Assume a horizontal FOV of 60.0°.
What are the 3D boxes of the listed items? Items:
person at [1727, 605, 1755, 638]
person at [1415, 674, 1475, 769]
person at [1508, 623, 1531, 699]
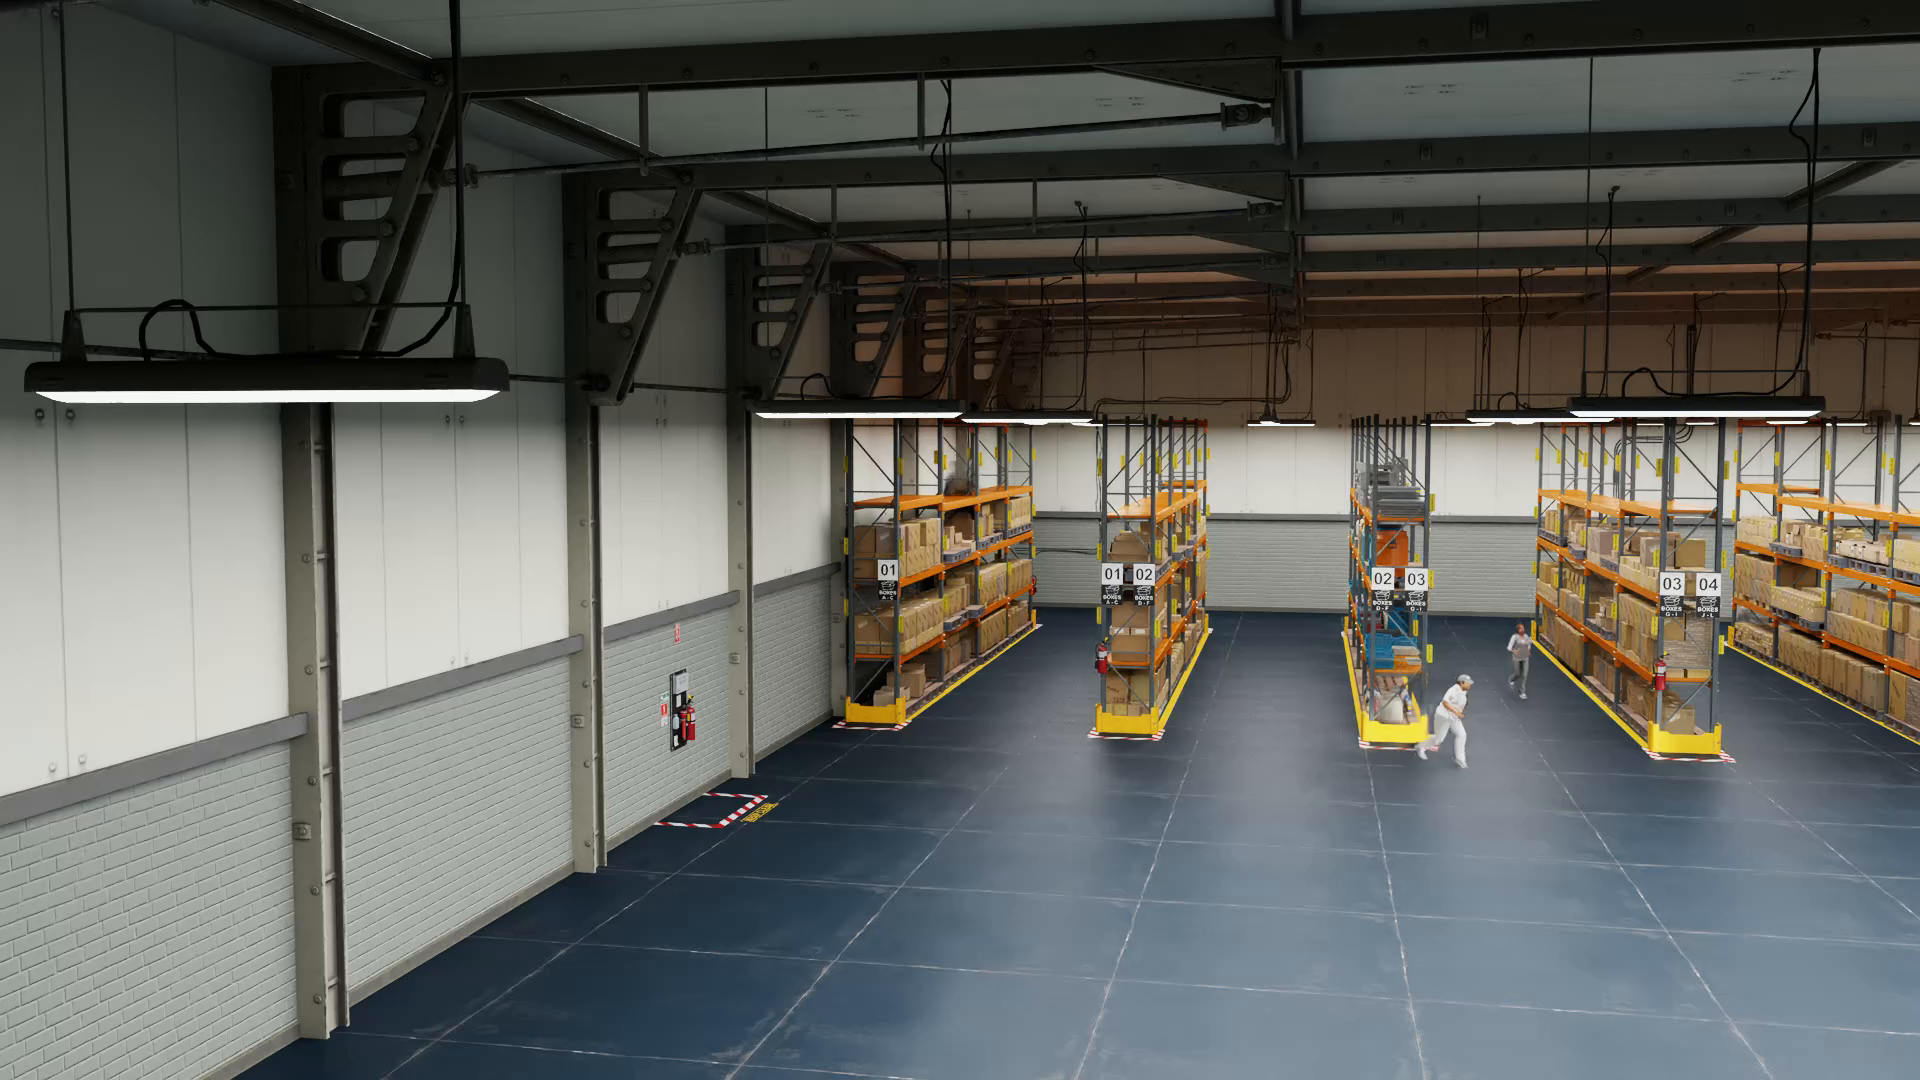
[{"bbox_3d":[21.342,1.837,45.260,0.803,1.764,0.811,2,4,28],"label":"person"},{"bbox_3d":[8.265,3.067,28.338,1.028,1.630,0.643,3,5,37],"label":"person"},{"bbox_3d":[11.966,2.616,35.546,0.538,1.494,0.790,0,4,-3],"label":"person"}]
